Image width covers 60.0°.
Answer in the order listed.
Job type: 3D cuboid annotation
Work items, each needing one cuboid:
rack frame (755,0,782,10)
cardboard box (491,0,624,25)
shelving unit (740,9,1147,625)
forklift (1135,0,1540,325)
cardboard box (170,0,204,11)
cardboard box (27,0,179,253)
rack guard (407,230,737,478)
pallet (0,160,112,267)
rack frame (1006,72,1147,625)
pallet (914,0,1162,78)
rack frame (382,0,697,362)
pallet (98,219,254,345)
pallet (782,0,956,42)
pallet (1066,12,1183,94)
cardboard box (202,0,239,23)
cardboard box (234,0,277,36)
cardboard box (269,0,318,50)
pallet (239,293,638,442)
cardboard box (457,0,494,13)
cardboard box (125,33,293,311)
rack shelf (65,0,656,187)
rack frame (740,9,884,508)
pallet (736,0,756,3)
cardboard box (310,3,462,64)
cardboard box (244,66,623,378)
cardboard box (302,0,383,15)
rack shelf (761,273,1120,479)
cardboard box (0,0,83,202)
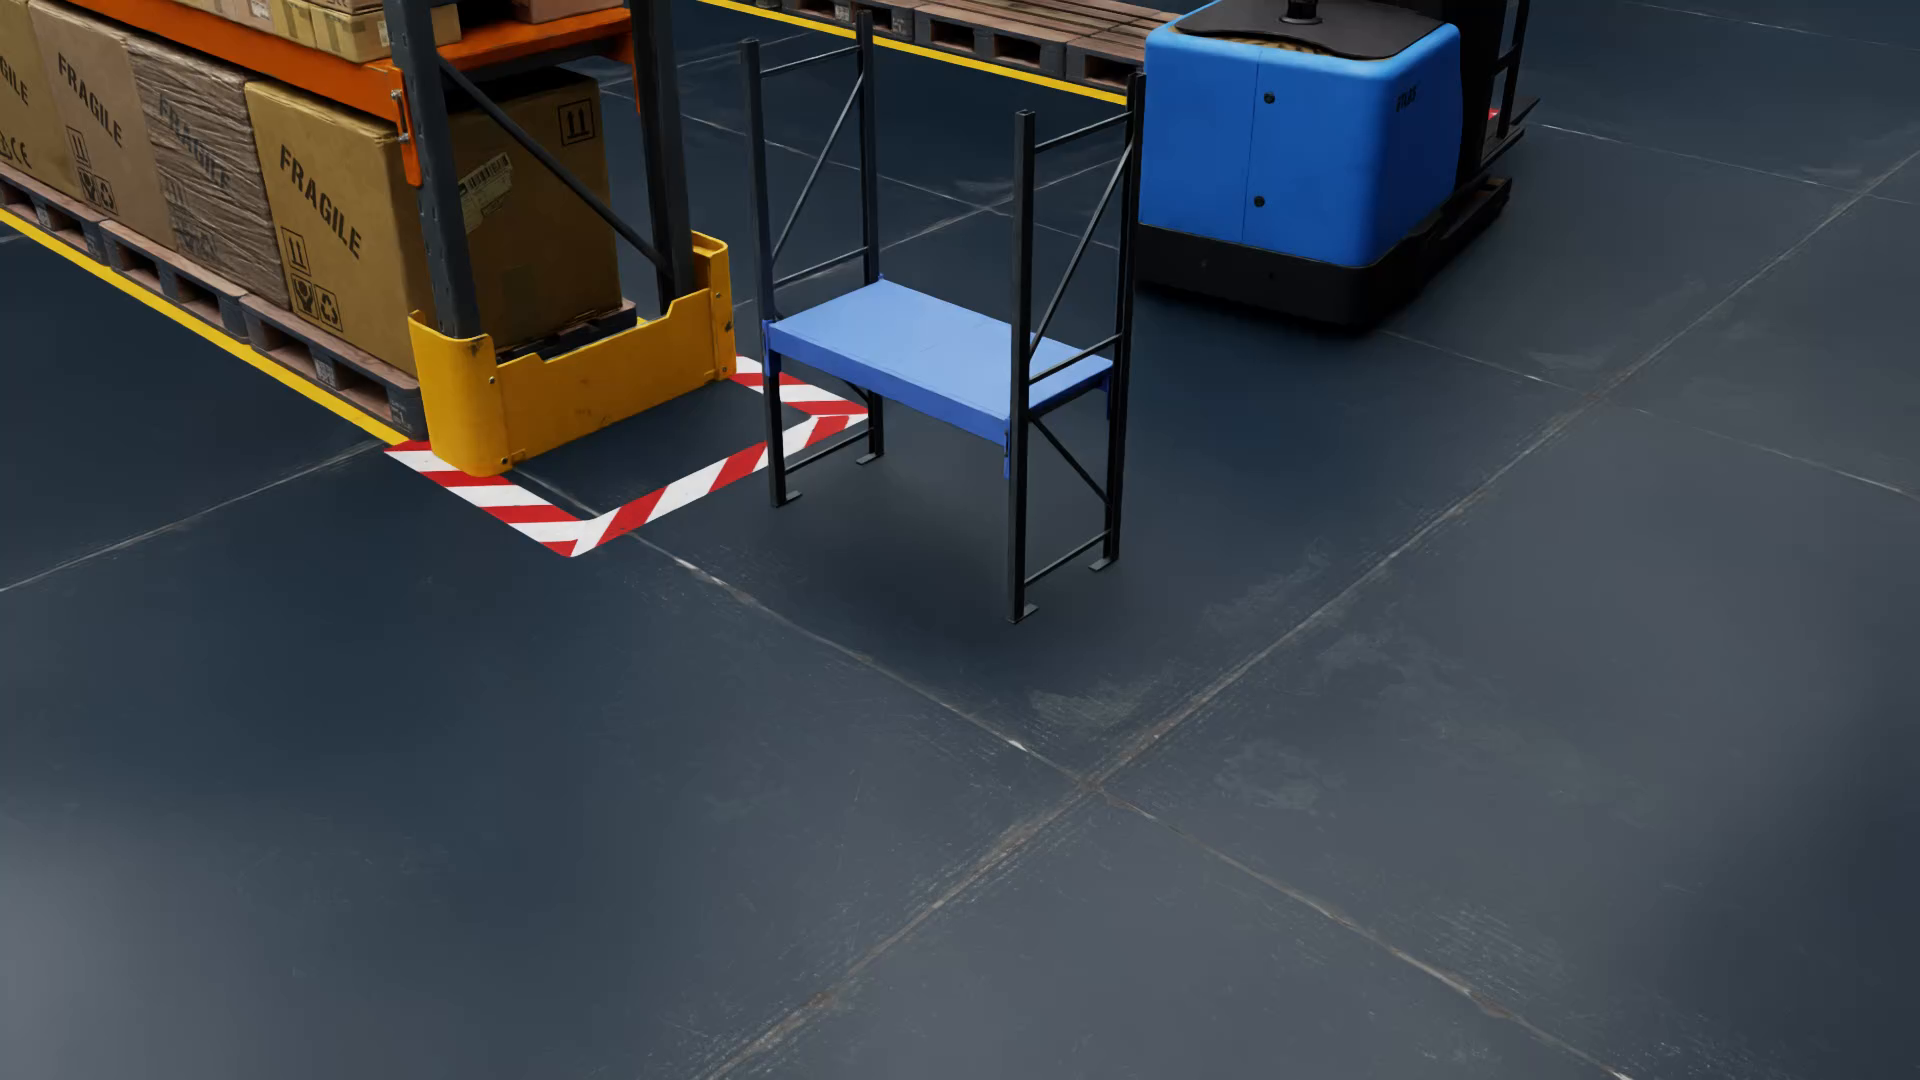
[{"bbox_3d":[-0.999,-5.050,10.731,0.127,3.000,1.000,25,39,35],"label":"rack frame"},{"bbox_3d":[-1.399,-1.913,5.764,0.250,0.149,0.380,26,39,36],"label":"cardboard box"},{"bbox_3d":[-0.063,-0.672,4.912,1.048,1.500,0.538,25,39,35],"label":"shelving unit"},{"bbox_3d":[1.924,-2.816,7.086,1.130,2.935,3.031,18,36,27],"label":"forklift"},{"bbox_3d":[-2.600,-2.015,5.932,0.250,0.149,0.380,24,39,34],"label":"cardboard box"},{"bbox_3d":[-3.220,-1.856,7.077,0.875,0.875,0.875,25,39,35],"label":"cardboard box"},{"bbox_3d":[-1.339,-0.693,5.916,0.348,0.500,1.175,25,39,35],"label":"rack guard"},{"bbox_3d":[-3.812,-1.669,7.817,1.213,0.211,1.003,25,39,35],"label":"pallet"},{"bbox_3d":[0.314,-0.496,4.620,0.032,1.500,0.500,25,39,35],"label":"rack frame"},{"bbox_3d":[0.481,-3.194,10.351,1.213,0.211,1.003,25,39,35],"label":"pallet"},{"bbox_3d":[-1.357,-1.772,5.285,0.127,3.000,1.000,25,39,35],"label":"rack frame"},{"bbox_3d":[-2.903,-1.246,7.116,1.213,0.211,1.003,25,39,35],"label":"pallet"},{"bbox_3d":[-0.428,-3.616,11.052,1.213,0.211,1.003,25,39,35],"label":"pallet"},{"bbox_3d":[1.381,-2.772,9.649,1.213,0.211,1.003,25,39,35],"label":"pallet"},{"bbox_3d":[-2.407,-1.925,5.784,0.250,0.149,0.380,26,40,36],"label":"cardboard box"},{"bbox_3d":[-2.222,-1.839,5.640,0.250,0.149,0.380,25,39,35],"label":"cardboard box"},{"bbox_3d":[-2.036,-1.751,5.494,0.250,0.149,0.380,25,39,36],"label":"cardboard box"},{"bbox_3d":[-2.002,-0.824,6.414,1.213,0.211,1.003,25,39,35],"label":"pallet"},{"bbox_3d":[-1.590,-2.002,5.910,0.250,0.149,0.380,24,39,34],"label":"cardboard box"},{"bbox_3d":[-2.560,-1.547,6.565,0.875,0.875,0.875,25,39,35],"label":"cardboard box"},{"bbox_3d":[-2.840,-2.156,6.621,4.000,0.370,1.077,25,39,35],"label":"rack shelf"},{"bbox_3d":[-0.440,-0.848,5.204,0.032,1.500,0.500,25,39,35],"label":"rack frame"},{"bbox_3d":[-1.543,-4.139,11.920,1.213,0.211,1.003,25,39,35],"label":"pallet"},{"bbox_3d":[-1.842,-1.662,5.346,0.250,0.149,0.380,26,40,36],"label":"cardboard box"},{"bbox_3d":[-1.885,-1.233,6.042,0.875,0.875,0.875,25,39,35],"label":"cardboard box"},{"bbox_3d":[-1.895,-1.901,5.357,0.500,0.250,0.500,24,39,34],"label":"cardboard box"},{"bbox_3d":[-0.063,-0.518,5.005,1.000,0.185,0.538,25,39,35],"label":"rack shelf"},{"bbox_3d":[-3.887,-2.167,7.594,0.875,0.875,0.875,25,39,35],"label":"cardboard box"}]
